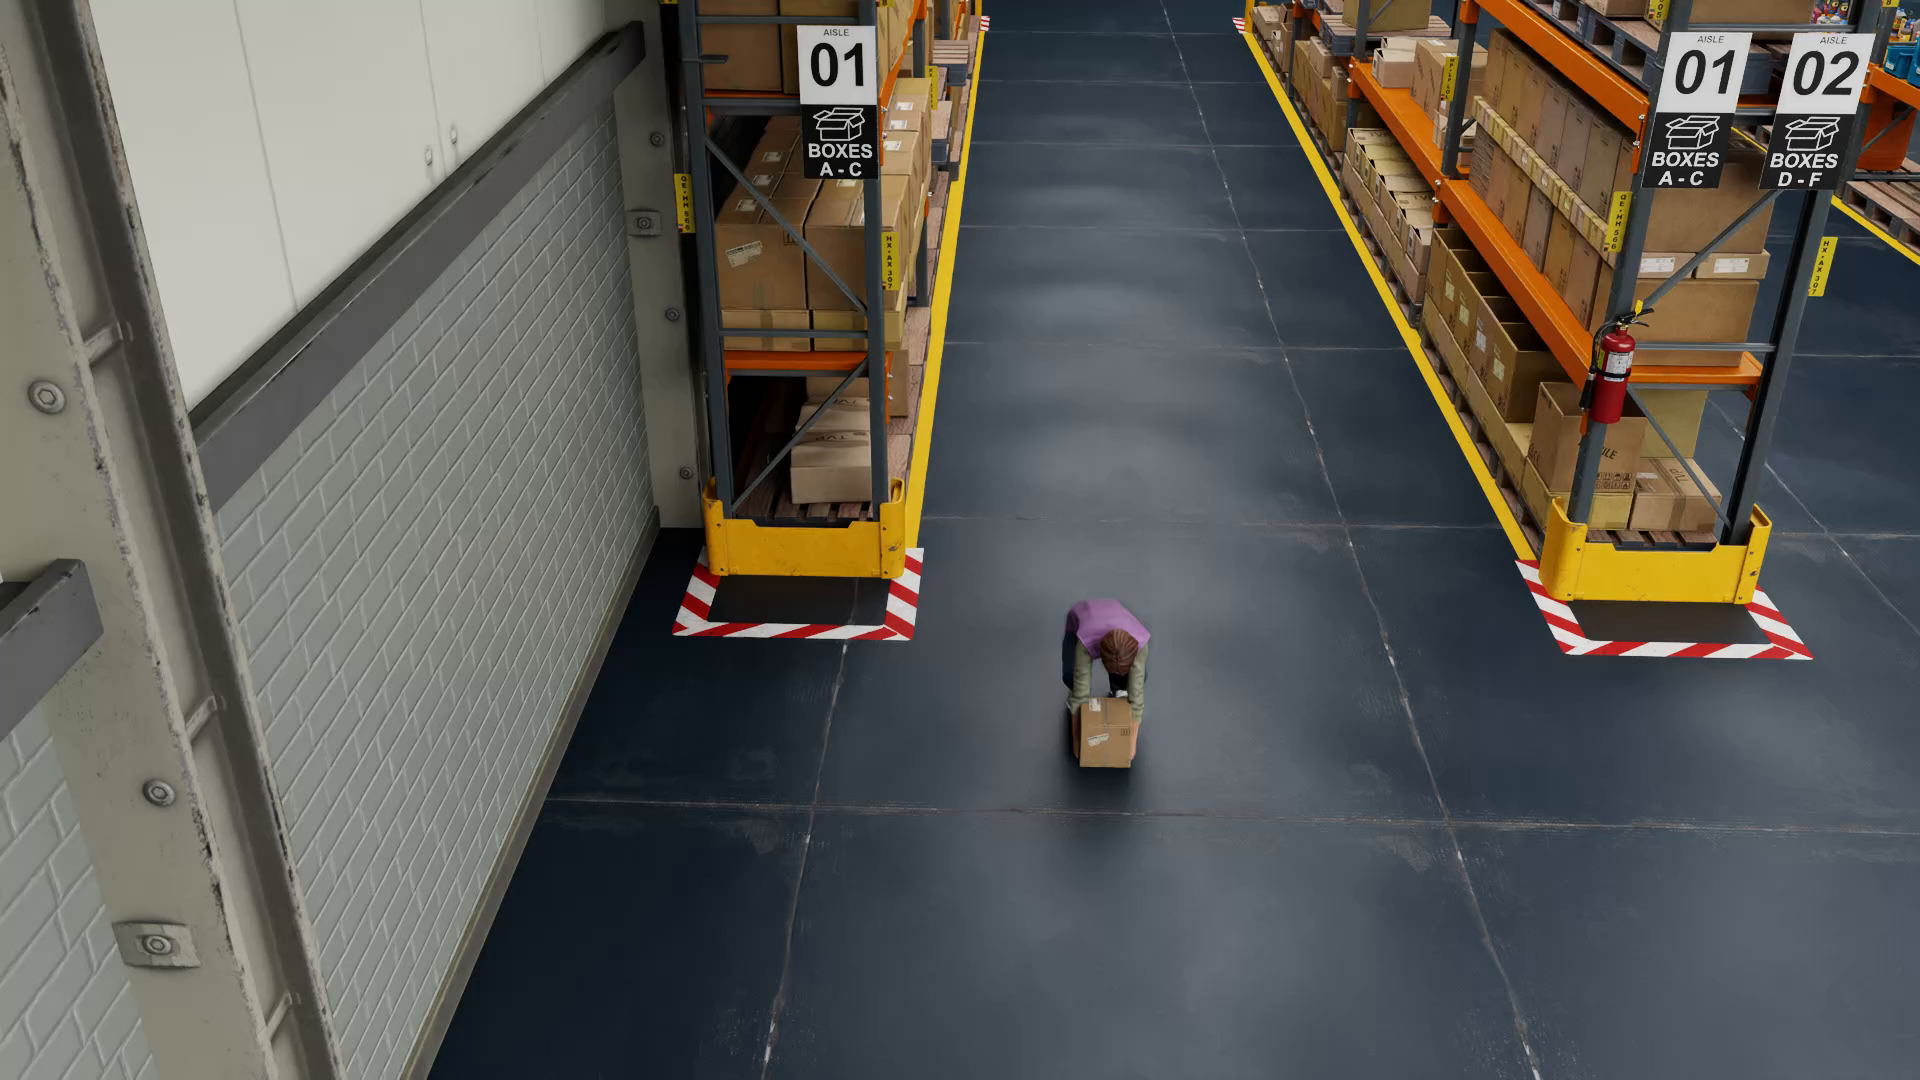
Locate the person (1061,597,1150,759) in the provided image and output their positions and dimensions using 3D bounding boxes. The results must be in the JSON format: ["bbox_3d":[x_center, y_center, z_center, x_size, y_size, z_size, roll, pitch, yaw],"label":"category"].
[{"bbox_3d":[0.734,0.641,8.464,0.432,0.769,0.834,1,28,1],"label":"person"}]
